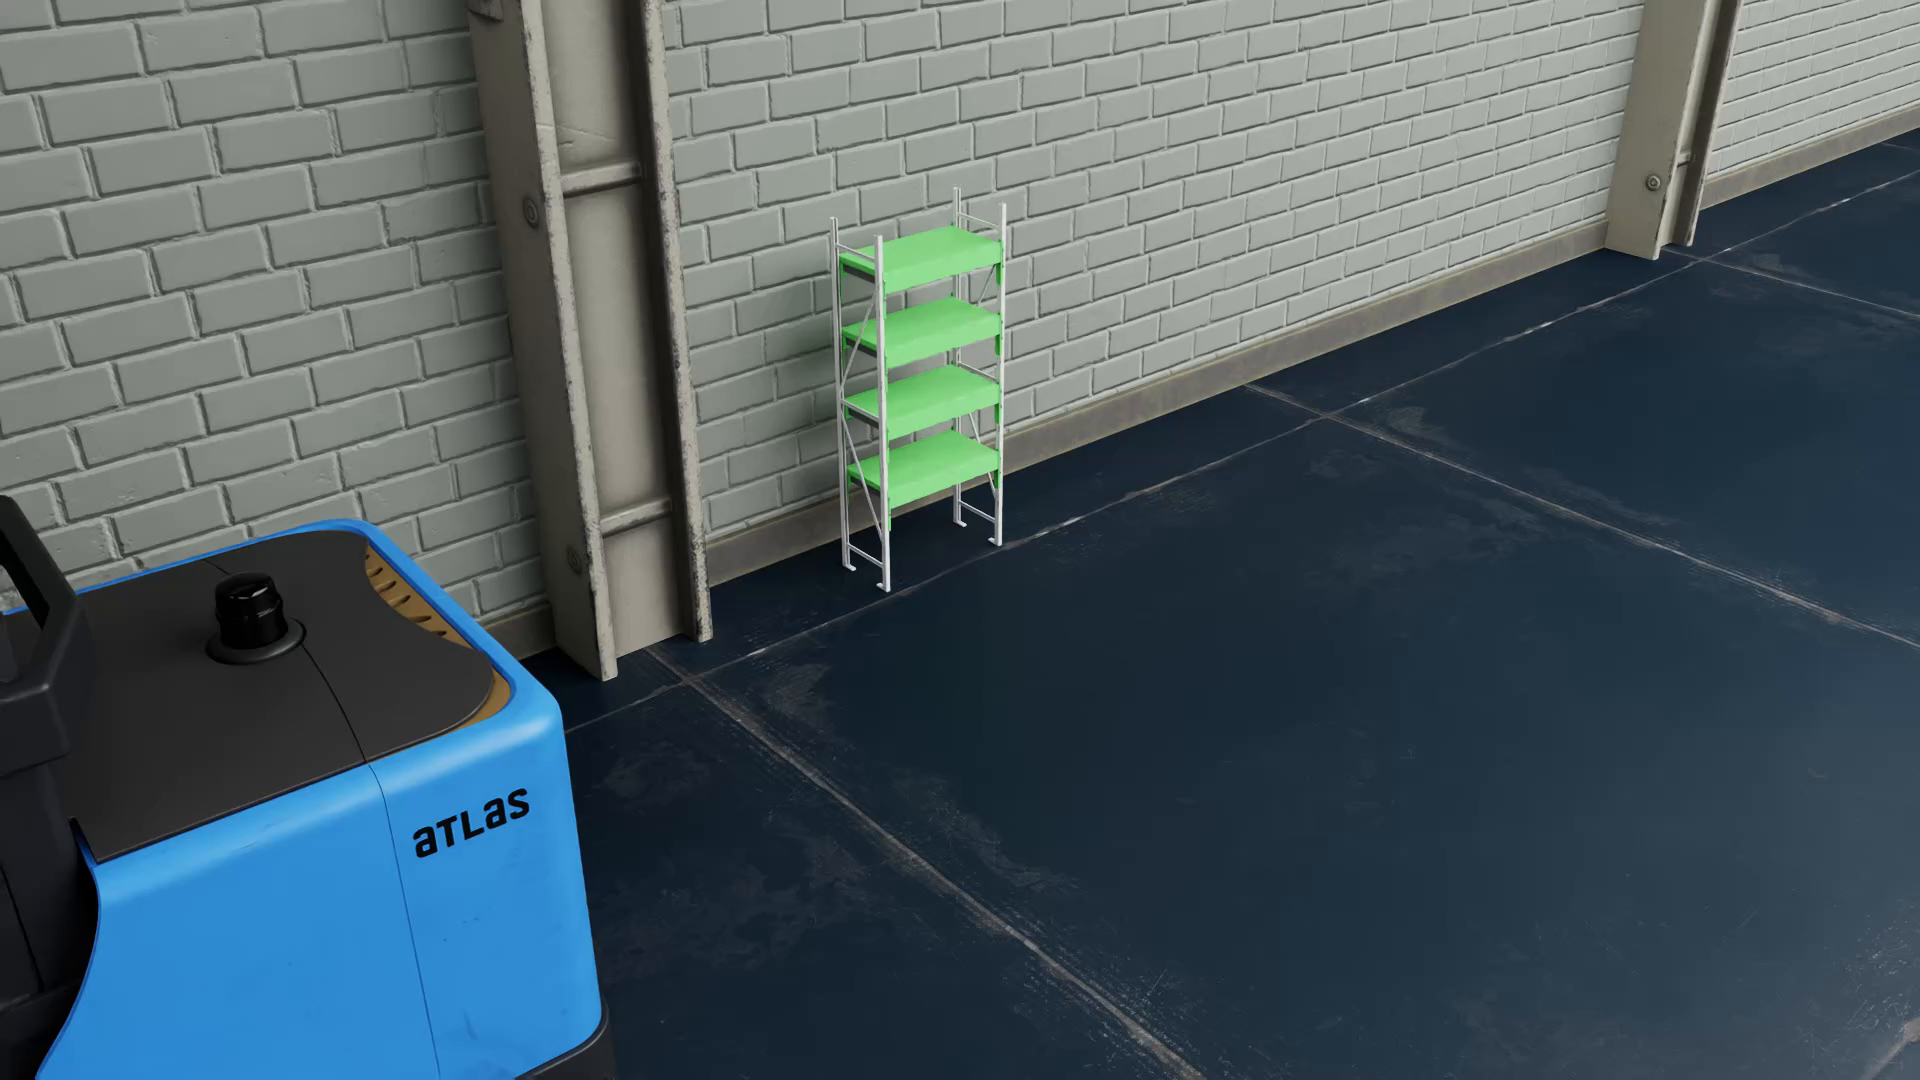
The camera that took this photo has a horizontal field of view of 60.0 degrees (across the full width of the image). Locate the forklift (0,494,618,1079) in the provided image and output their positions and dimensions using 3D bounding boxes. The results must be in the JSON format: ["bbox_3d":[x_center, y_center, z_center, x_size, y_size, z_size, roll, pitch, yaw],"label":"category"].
[{"bbox_3d":[-2.168,0.195,2.276,3.031,2.935,1.130,-21,34,-33],"label":"forklift"}]

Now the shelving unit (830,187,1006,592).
[{"bbox_3d":[-0.126,-0.479,5.372,0.503,1.200,0.258,-22,35,-35],"label":"shelving unit"}]

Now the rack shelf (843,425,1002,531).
[{"bbox_3d":[-0.126,-0.211,5.516,0.480,0.148,0.258,-22,35,-35],"label":"rack shelf"}]

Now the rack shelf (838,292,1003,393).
[{"bbox_3d":[-0.126,-0.634,5.289,0.480,0.148,0.258,-22,35,-35],"label":"rack shelf"}]

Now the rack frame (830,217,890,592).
[{"bbox_3d":[-0.312,-0.404,5.233,0.015,1.200,0.240,-22,35,-35],"label":"rack frame"}]

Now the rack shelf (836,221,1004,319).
[{"bbox_3d":[-0.126,-0.846,5.176,0.480,0.148,0.258,-22,35,-35],"label":"rack shelf"}]

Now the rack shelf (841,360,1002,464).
[{"bbox_3d":[-0.126,-0.422,5.403,0.480,0.148,0.258,-22,35,-35],"label":"rack shelf"}]

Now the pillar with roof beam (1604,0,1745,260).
[{"bbox_3d":[6.342,-3.953,3.599,0.400,9.000,9.100,-22,35,-35],"label":"pillar with roof beam"}]

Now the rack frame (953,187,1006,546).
[{"bbox_3d":[0.060,-0.553,5.512,0.015,1.200,0.240,-22,35,-35],"label":"rack frame"}]

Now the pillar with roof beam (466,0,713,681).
[{"bbox_3d":[1.777,-2.117,0.164,0.400,9.000,9.100,-22,35,-35],"label":"pillar with roof beam"}]
